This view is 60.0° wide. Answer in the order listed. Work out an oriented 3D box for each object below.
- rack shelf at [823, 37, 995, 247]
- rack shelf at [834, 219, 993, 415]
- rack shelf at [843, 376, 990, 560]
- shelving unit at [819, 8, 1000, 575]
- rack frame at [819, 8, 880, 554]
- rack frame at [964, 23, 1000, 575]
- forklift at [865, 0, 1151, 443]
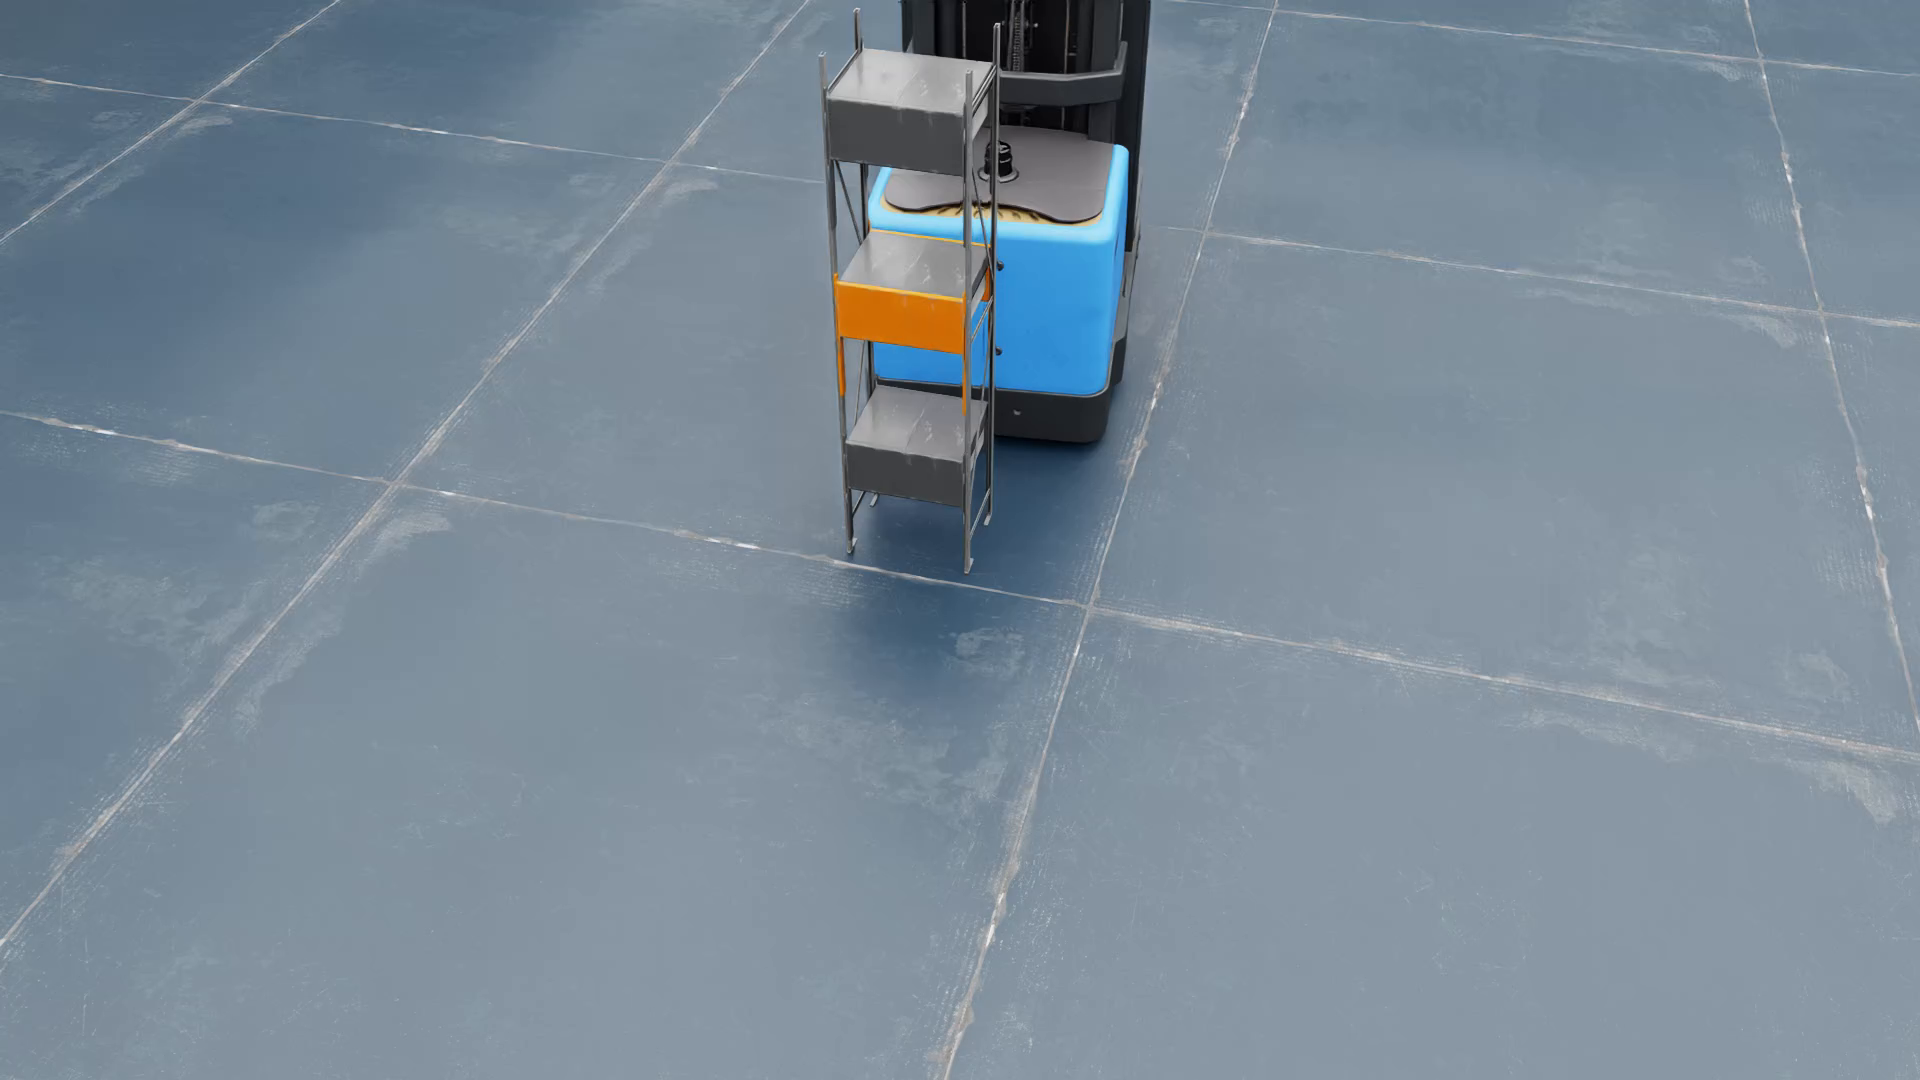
[{"bbox_3d":[-0.160,-1.357,5.666,0.480,0.518,0.431,10,41,11],"label":"rack shelf"},{"bbox_3d":[-0.160,-0.821,6.116,0.480,0.518,0.431,10,41,11],"label":"rack shelf"},{"bbox_3d":[-0.160,-0.285,6.566,0.480,0.518,0.431,10,41,11],"label":"rack shelf"},{"bbox_3d":[-0.160,-0.832,6.107,0.503,2.100,0.431,10,41,11],"label":"shelving unit"},{"bbox_3d":[-0.396,-0.872,6.156,0.015,2.100,0.400,10,41,11],"label":"rack frame"},{"bbox_3d":[0.076,-0.791,6.059,0.015,2.100,0.400,10,41,11],"label":"rack frame"},{"bbox_3d":[0.324,-2.487,7.433,1.130,2.935,3.031,6,40,7],"label":"forklift"}]
